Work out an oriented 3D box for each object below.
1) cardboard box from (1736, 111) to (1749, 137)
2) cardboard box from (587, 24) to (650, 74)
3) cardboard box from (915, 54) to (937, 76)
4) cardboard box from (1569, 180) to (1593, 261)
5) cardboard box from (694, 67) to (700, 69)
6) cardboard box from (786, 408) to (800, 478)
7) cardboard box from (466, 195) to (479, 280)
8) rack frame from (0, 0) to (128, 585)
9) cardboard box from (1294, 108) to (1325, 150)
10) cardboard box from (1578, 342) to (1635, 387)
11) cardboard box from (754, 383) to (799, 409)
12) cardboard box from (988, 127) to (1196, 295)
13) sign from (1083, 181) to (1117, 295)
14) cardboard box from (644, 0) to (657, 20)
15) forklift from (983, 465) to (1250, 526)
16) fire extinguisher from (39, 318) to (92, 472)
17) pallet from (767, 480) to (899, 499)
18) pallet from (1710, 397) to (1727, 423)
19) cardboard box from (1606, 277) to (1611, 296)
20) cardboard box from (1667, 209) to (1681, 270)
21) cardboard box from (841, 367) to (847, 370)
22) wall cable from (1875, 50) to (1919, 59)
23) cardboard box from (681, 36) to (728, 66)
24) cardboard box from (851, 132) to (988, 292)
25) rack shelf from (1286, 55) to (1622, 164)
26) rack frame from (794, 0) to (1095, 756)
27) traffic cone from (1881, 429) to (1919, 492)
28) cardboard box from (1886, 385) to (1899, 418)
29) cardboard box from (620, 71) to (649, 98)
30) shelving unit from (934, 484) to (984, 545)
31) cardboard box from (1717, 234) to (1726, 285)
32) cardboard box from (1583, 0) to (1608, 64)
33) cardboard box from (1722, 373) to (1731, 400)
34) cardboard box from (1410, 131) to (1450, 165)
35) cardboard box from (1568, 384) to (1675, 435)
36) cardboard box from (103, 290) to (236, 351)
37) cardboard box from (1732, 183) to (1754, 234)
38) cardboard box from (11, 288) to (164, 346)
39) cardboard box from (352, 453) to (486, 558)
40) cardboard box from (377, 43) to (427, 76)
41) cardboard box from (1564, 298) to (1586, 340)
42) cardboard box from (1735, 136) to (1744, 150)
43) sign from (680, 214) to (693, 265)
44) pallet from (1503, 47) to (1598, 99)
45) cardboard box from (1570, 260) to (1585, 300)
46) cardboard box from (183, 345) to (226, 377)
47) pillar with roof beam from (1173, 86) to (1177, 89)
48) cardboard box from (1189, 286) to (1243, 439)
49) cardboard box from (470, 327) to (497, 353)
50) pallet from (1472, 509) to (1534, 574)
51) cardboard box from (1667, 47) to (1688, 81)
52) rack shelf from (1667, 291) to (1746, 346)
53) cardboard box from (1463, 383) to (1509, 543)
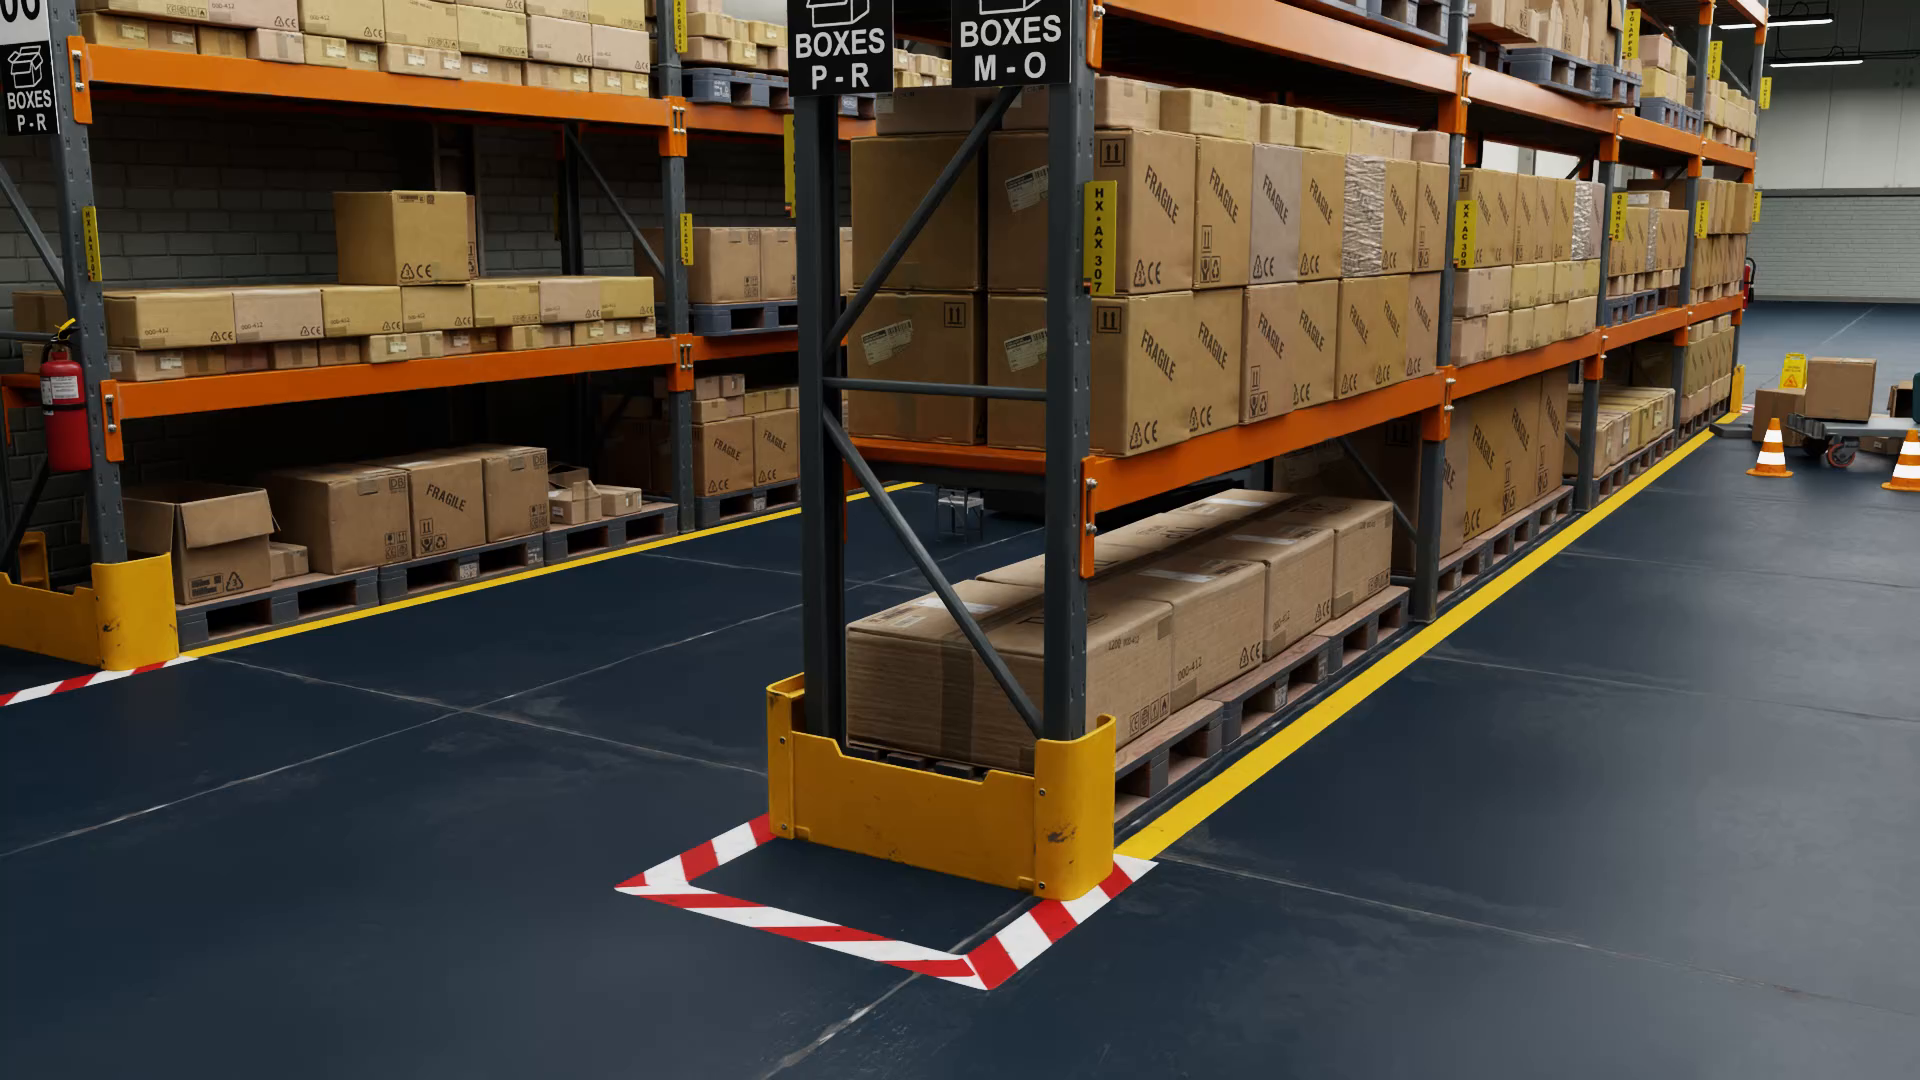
[{"bbox_3d":[7.931,-4.342,17.360,0.500,0.250,0.500,6,12,30],"label":"cardboard box"},{"bbox_3d":[-2.271,-3.013,10.258,0.500,0.250,0.500,6,12,31],"label":"cardboard box"},{"bbox_3d":[-0.405,-3.778,13.259,0.380,0.149,0.250,6,12,29],"label":"cardboard box"},{"bbox_3d":[3.783,-2.074,10.807,0.500,0.500,0.500,7,12,32],"label":"cardboard box"},{"bbox_3d":[-1.899,-3.311,11.519,0.380,0.149,0.250,6,12,29],"label":"cardboard box"},{"bbox_3d":[-1.260,-0.761,12.433,0.500,0.500,0.500,6,12,29],"label":"cardboard box"},{"bbox_3d":[-3.235,-1.798,9.883,0.500,0.500,0.500,6,12,29],"label":"cardboard box"},{"bbox_3d":[-4.311,-0.937,7.721,1.000,3.000,0.127,6,12,31],"label":"rack frame"},{"bbox_3d":[1.195,-1.592,6.468,0.380,0.149,0.250,6,12,29],"label":"cardboard box"},{"bbox_3d":[6.241,-1.693,16.051,0.500,0.500,0.500,6,12,30],"label":"cardboard box"},{"bbox_3d":[-1.327,-1.066,12.300,0.380,0.149,0.250,6,12,31],"label":"cardboard box"},{"bbox_3d":[0.426,-1.052,5.348,0.500,0.500,0.500,6,12,29],"label":"cardboard box"},{"bbox_3d":[0.405,-0.874,4.816,0.100,0.325,0.005,6,12,31],"label":"sign"},{"bbox_3d":[-2.134,-3.577,11.007,0.396,0.266,0.258,6,12,30],"label":"cardboard box"},{"bbox_3d":[1.471,-1.752,12.260,1.130,2.935,3.031,9,14,39],"label":"forklift"},{"bbox_3d":[-3.992,-0.648,7.403,0.296,0.674,0.183,6,12,31],"label":"fire extinguisher"},{"bbox_3d":[-1.212,-0.519,13.069,1.003,0.211,1.213,6,12,31],"label":"pallet"},{"bbox_3d":[7.749,-1.472,18.160,1.003,0.211,1.213,6,12,31],"label":"pallet"},{"bbox_3d":[4.590,-1.879,12.294,0.380,0.149,0.250,6,12,27],"label":"cardboard box"},{"bbox_3d":[5.863,-2.579,14.274,0.500,0.500,0.500,6,12,31],"label":"cardboard box"},{"bbox_3d":[-0.916,-1.353,13.835,0.380,0.149,0.250,7,12,31],"label":"cardboard box"},{"bbox_3d":[26.056,-14.071,43.930,3.097,2.526,0.112,6,12,31],"label":"wall cable"},{"bbox_3d":[-1.739,-3.181,10.828,0.380,0.149,0.250,7,12,32],"label":"cardboard box"},{"bbox_3d":[-0.020,-1.102,5.616,0.500,0.500,0.500,7,13,33],"label":"cardboard box"},{"bbox_3d":[3.048,-2.528,10.022,1.077,0.370,4.000,6,12,31],"label":"rack shelf"},{"bbox_3d":[-0.067,-0.463,5.191,1.000,3.000,0.127,6,12,31],"label":"rack frame"},{"bbox_3d":[7.420,-0.634,12.995,0.336,0.463,0.334,6,12,31],"label":"traffic cone"},{"bbox_3d":[9.492,-1.234,16.094,0.797,0.503,0.637,-2,11,-9],"label":"cardboard box"},{"bbox_3d":[-2.168,-2.832,10.376,0.380,0.149,0.250,6,12,30],"label":"cardboard box"},{"bbox_3d":[-0.004,-0.441,10.779,0.258,0.900,0.210,6,12,31],"label":"shelving unit"},{"bbox_3d":[7.388,-2.829,16.746,0.500,0.500,0.500,7,12,31],"label":"cardboard box"},{"bbox_3d":[3.735,-3.277,10.659,0.700,0.500,0.500,6,12,28],"label":"cardboard box"},{"bbox_3d":[8.038,-1.678,18.010,0.500,0.250,0.500,6,12,30],"label":"cardboard box"},{"bbox_3d":[2.122,-1.873,7.969,0.380,0.149,0.250,6,12,30],"label":"cardboard box"},{"bbox_3d":[5.893,-1.182,15.033,0.950,0.372,0.625,7,12,31],"label":"cardboard box"},{"bbox_3d":[-3.845,-1.055,7.951,0.500,0.250,0.500,6,12,31],"label":"cardboard box"},{"bbox_3d":[7.716,-3.396,17.061,0.700,0.500,0.500,6,12,30],"label":"cardboard box"},{"bbox_3d":[-4.299,-1.107,8.229,0.500,0.250,0.500,7,13,32],"label":"cardboard box"},{"bbox_3d":[-3.075,-0.206,9.469,0.500,0.500,0.500,7,12,32],"label":"cardboard box"},{"bbox_3d":[-3.068,-2.547,8.855,0.380,0.149,0.250,6,12,31],"label":"cardboard box"},{"bbox_3d":[3.794,-1.461,10.931,0.500,0.250,0.500,7,12,32],"label":"cardboard box"},{"bbox_3d":[8.026,-4.167,17.505,0.380,0.149,0.250,7,13,32],"label":"cardboard box"},{"bbox_3d":[-1.766,-1.941,10.731,0.100,0.325,0.005,6,12,31],"label":"sign"},{"bbox_3d":[3.220,-2.820,10.144,1.003,0.211,1.213,7,13,33],"label":"pallet"},{"bbox_3d":[3.789,-1.712,10.910,0.500,0.250,0.500,6,12,29],"label":"cardboard box"},{"bbox_3d":[-3.813,-0.883,8.117,0.380,0.149,0.250,7,13,32],"label":"cardboard box"},{"bbox_3d":[6.544,-5.967,18.288,9.100,9.000,0.400,6,12,31],"label":"pillar with roof beam"},{"bbox_3d":[0.667,-0.643,5.878,0.500,0.500,0.500,6,12,30],"label":"cardboard box"},{"bbox_3d":[-2.912,-1.170,9.652,0.380,0.149,0.250,7,12,32],"label":"cardboard box"},{"bbox_3d":[2.979,-0.043,10.523,1.003,0.211,1.213,6,12,31],"label":"pallet"},{"bbox_3d":[5.971,-4.100,14.373,0.500,0.250,0.500,7,13,32],"label":"cardboard box"},{"bbox_3d":[7.202,-2.311,17.018,1.077,0.370,4.000,6,12,31],"label":"rack shelf"},{"bbox_3d":[2.726,-0.502,10.033,0.875,0.875,0.875,7,13,32],"label":"cardboard box"}]
